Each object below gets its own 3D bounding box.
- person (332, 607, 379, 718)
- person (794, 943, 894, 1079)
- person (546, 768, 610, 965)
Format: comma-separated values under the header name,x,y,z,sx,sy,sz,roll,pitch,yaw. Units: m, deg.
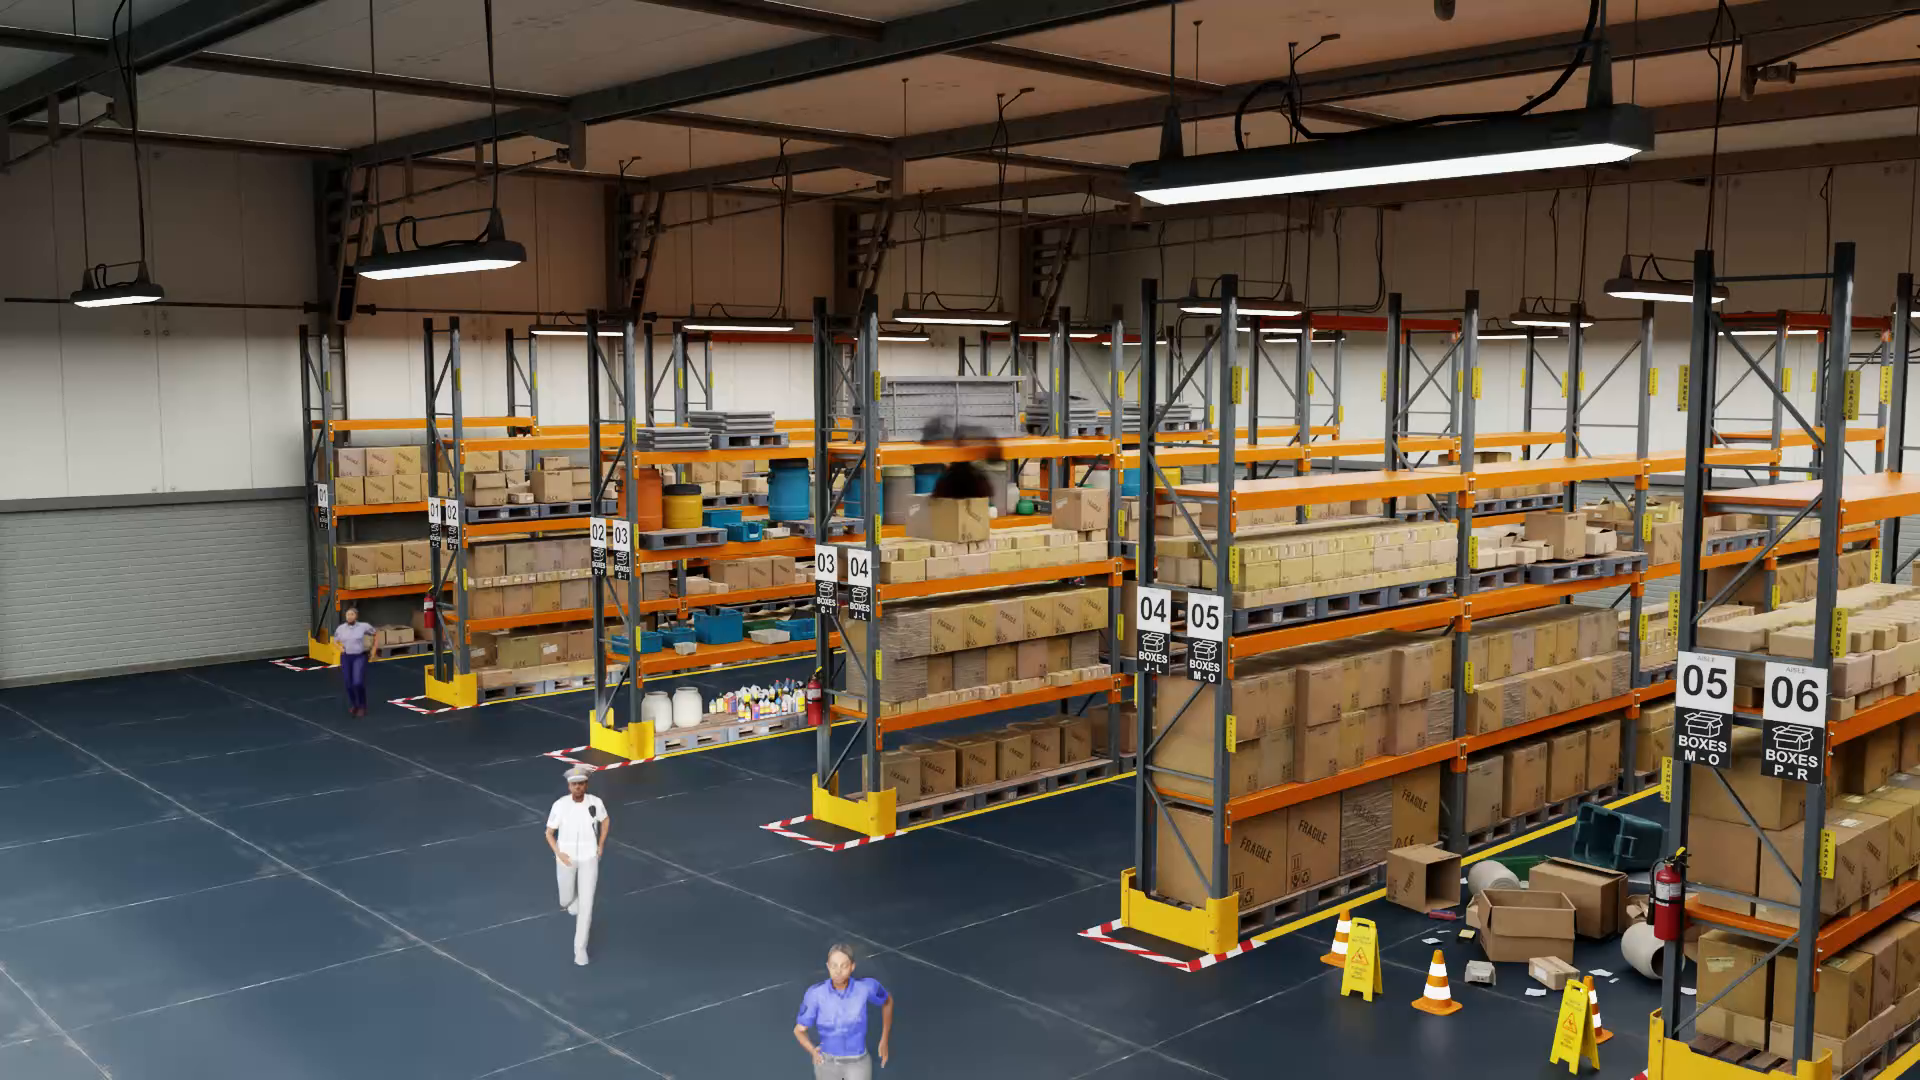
name,x,y,z,sx,sy,sz,roll,pitch,yaw
person,-9.083,1.855,24.961,0.621,1.708,0.707,-1,6,-5
person,-0.723,3.323,10.377,0.608,1.701,0.894,0,6,0
person,-3.426,2.860,14.926,0.555,1.684,0.982,-1,6,-8
